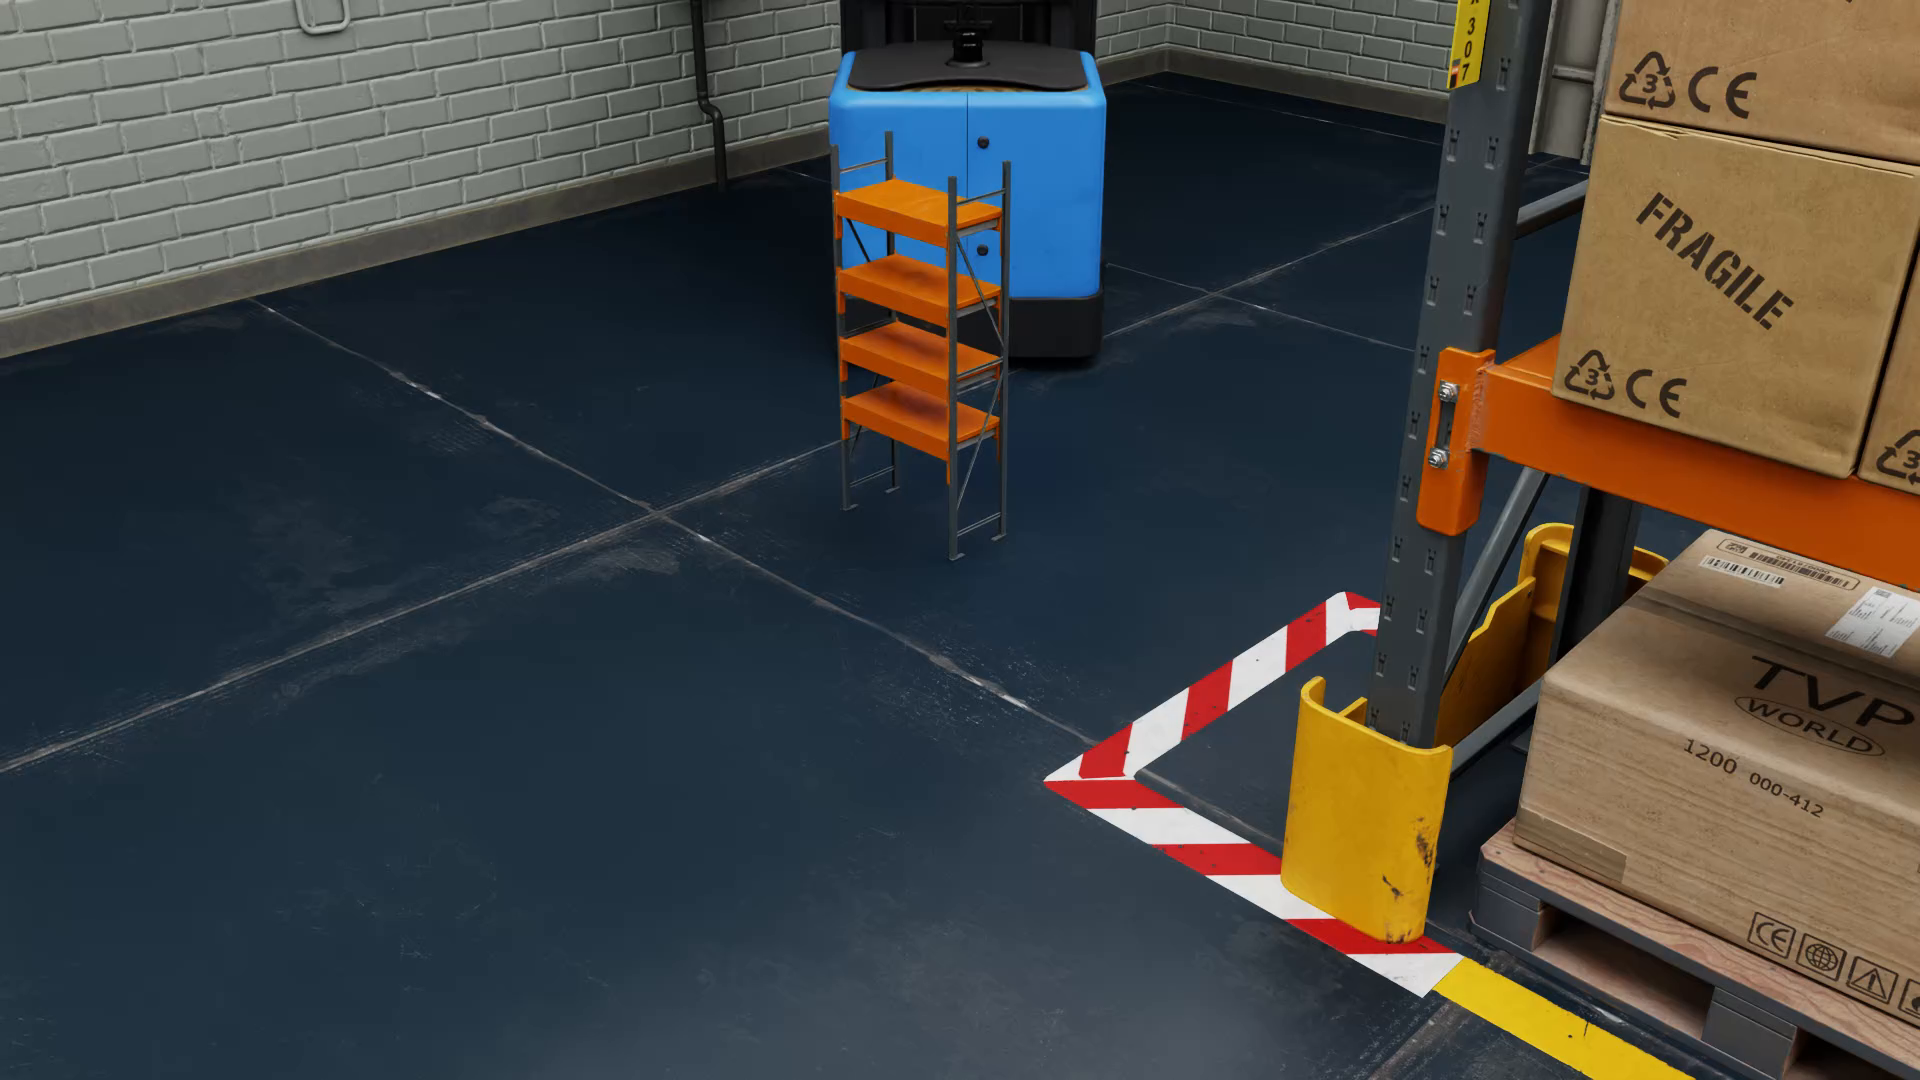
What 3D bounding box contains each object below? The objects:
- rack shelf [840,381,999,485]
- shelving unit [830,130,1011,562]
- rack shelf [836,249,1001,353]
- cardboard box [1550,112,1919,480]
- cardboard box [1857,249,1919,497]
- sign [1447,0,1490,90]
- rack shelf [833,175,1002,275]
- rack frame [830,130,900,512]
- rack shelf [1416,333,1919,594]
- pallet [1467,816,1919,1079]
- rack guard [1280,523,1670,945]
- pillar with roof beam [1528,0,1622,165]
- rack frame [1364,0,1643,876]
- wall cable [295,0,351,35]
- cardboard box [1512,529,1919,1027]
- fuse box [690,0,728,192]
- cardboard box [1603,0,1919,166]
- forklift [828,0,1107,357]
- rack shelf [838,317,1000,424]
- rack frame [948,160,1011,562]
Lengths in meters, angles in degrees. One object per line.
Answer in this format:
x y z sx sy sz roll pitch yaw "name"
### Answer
-0.118 -0.350 5.197 0.480 0.148 0.258 25 36 38 "rack shelf"
-0.118 -0.585 5.073 0.503 1.200 0.258 25 36 38 "shelving unit"
-0.118 -0.724 5.001 0.480 0.148 0.258 25 36 38 "rack shelf"
1.392 -0.476 2.825 0.500 0.500 0.500 24 36 38 "cardboard box"
1.772 -0.320 2.529 0.500 0.500 0.500 24 36 38 "cardboard box"
0.857 -0.920 2.761 0.005 0.325 0.100 25 36 38 "sign"
-0.118 -0.933 4.891 0.480 0.148 0.258 25 36 38 "rack shelf"
-0.292 -0.665 5.225 0.015 1.200 0.240 25 36 38 "rack frame"
2.677 0.287 2.254 4.000 0.370 1.077 25 36 38 "rack shelf"
1.876 0.786 3.529 1.213 0.211 1.003 25 36 38 "pallet"
1.234 0.415 3.924 0.348 0.500 1.175 25 36 38 "rack guard"
0.419 -4.738 4.591 0.400 9.000 9.100 25 36 38 "pillar with roof beam"
1.251 -0.684 3.327 0.127 3.000 1.000 25 36 38 "rack frame"
-2.786 -2.979 6.568 0.123 1.953 0.585 25 36 38 "wall cable"
1.791 0.447 3.479 0.875 0.438 0.875 23 36 37 "cardboard box"
-1.210 -2.595 8.347 0.414 1.711 0.539 25 36 38 "fuse box"
1.393 -0.919 2.594 0.500 0.500 0.500 24 36 37 "cardboard box"
0.036 -2.646 7.132 1.130 2.935 3.031 0 28 0 "forklift"
-0.118 -0.526 5.105 0.480 0.148 0.258 25 36 38 "rack shelf"
0.056 -0.505 4.922 0.015 1.200 0.240 25 36 38 "rack frame"
